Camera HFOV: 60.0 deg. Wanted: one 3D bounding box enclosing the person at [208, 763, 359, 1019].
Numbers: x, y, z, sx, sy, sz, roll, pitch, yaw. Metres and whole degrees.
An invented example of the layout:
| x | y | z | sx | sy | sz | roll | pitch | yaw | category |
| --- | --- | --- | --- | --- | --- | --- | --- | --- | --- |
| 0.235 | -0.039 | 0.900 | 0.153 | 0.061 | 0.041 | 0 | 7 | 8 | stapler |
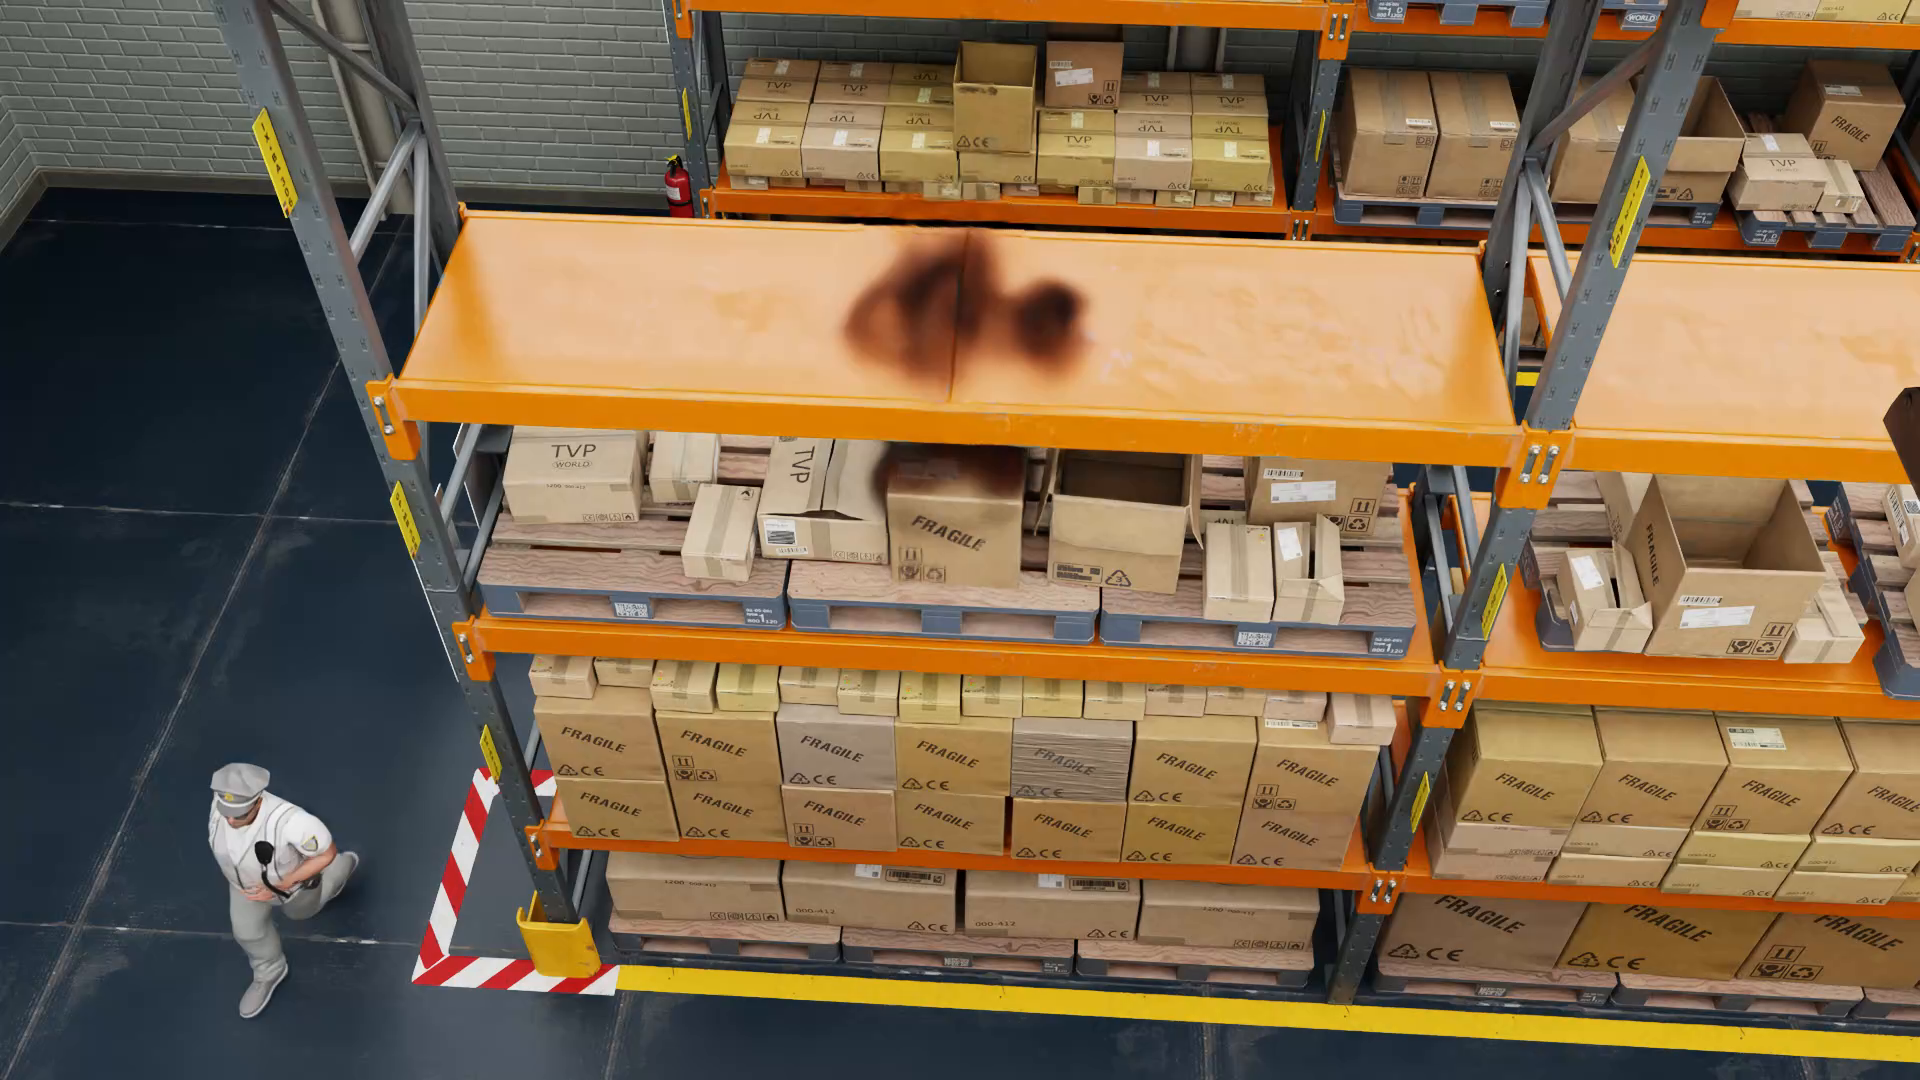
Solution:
| x | y | z | sx | sy | sz | roll | pitch | yaw | category |
| --- | --- | --- | --- | --- | --- | --- | --- | --- | --- |
| -3.286 | 1.598 | 8.127 | 0.693 | 1.739 | 0.928 | 13 | 49 | 11 | person |
